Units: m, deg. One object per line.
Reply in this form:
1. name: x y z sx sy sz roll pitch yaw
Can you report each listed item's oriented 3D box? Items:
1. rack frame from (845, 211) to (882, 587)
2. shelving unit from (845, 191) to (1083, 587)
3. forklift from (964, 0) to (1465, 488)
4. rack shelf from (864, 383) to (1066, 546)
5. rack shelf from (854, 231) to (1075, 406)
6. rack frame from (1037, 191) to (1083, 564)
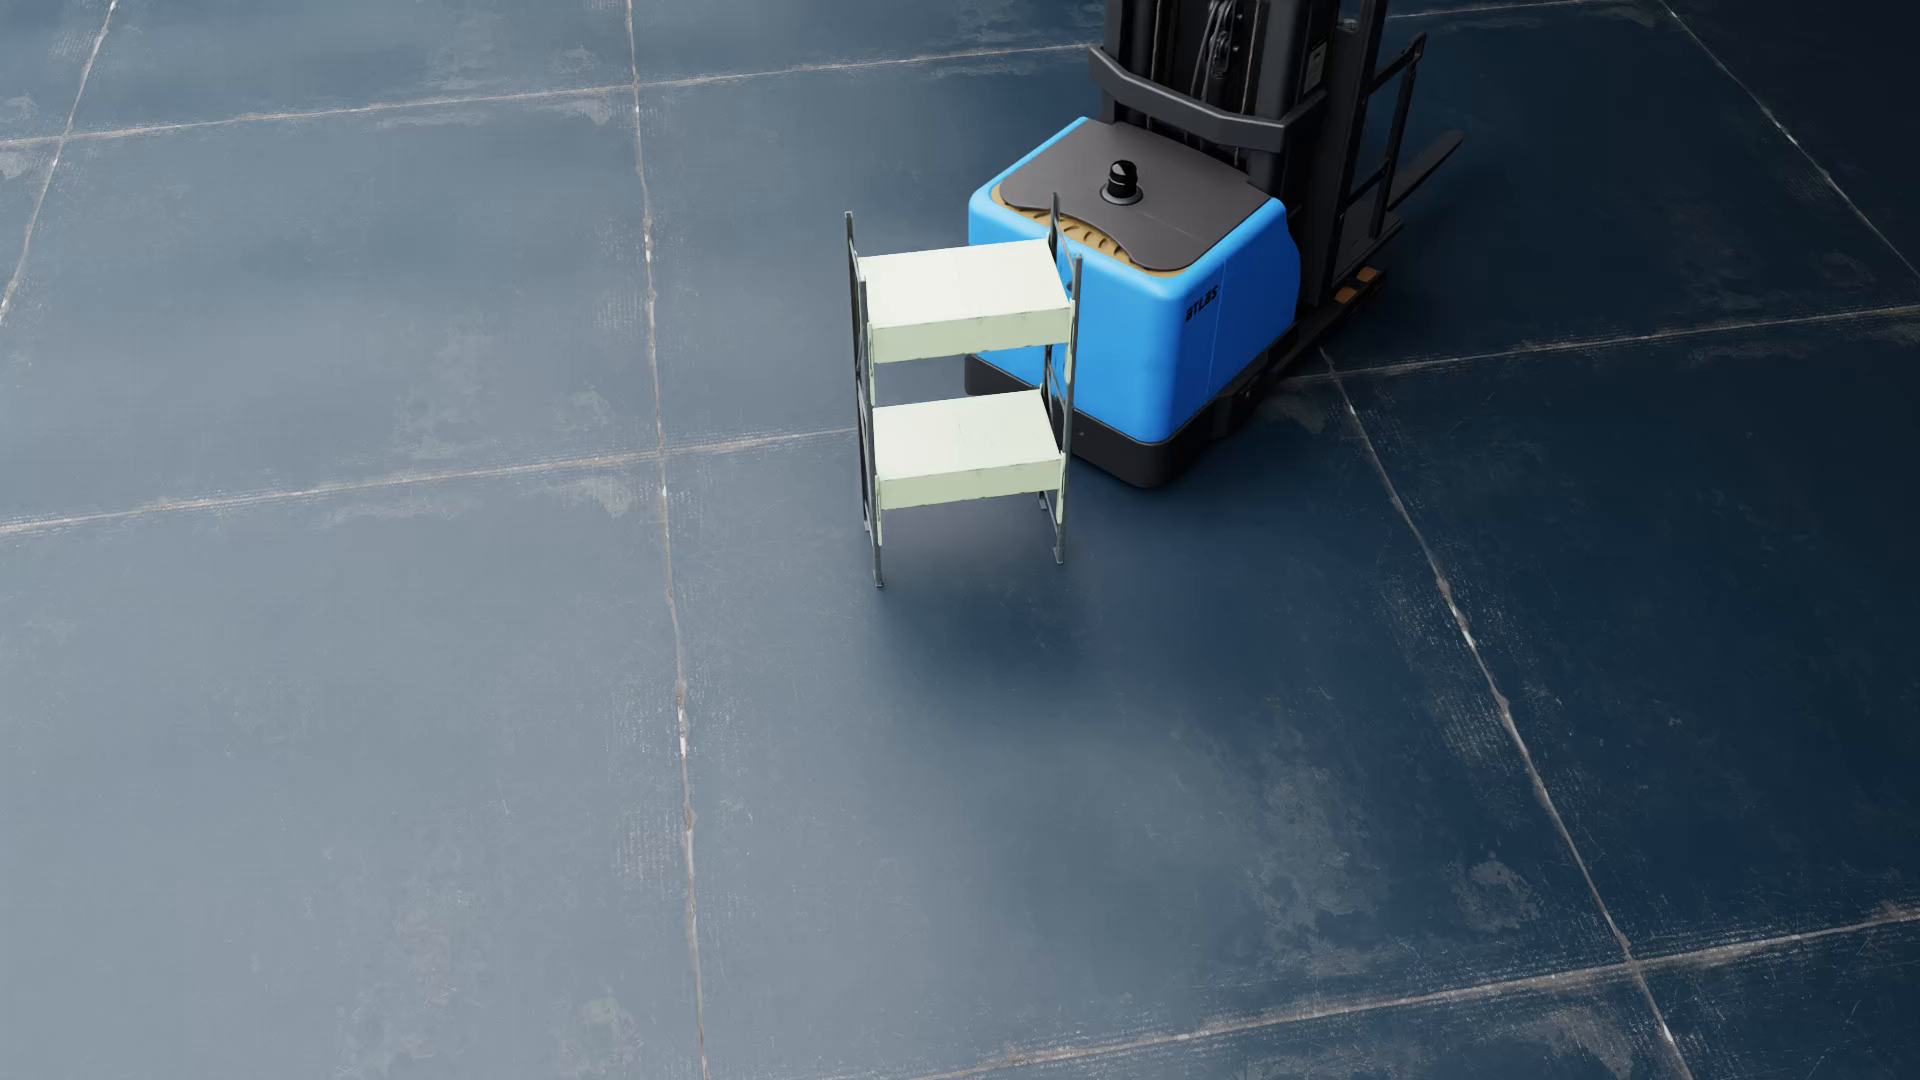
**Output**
1. rack frame: -0.354 -0.476 6.167 0.023 1.500 0.400 -7 46 -7
2. shelving unit: 0.007 -0.521 6.211 0.755 1.500 0.431 -7 46 -7
3. forklift: 1.341 -2.232 6.865 1.130 2.935 3.031 31 53 26
4. rack shelf: 0.007 -0.295 6.445 0.720 0.370 0.431 -7 46 -7
5. rack shelf: 0.007 -0.792 5.930 0.720 0.370 0.431 -7 46 -7
6. rack frame: 0.367 -0.566 6.254 0.023 1.500 0.400 -7 46 -7
